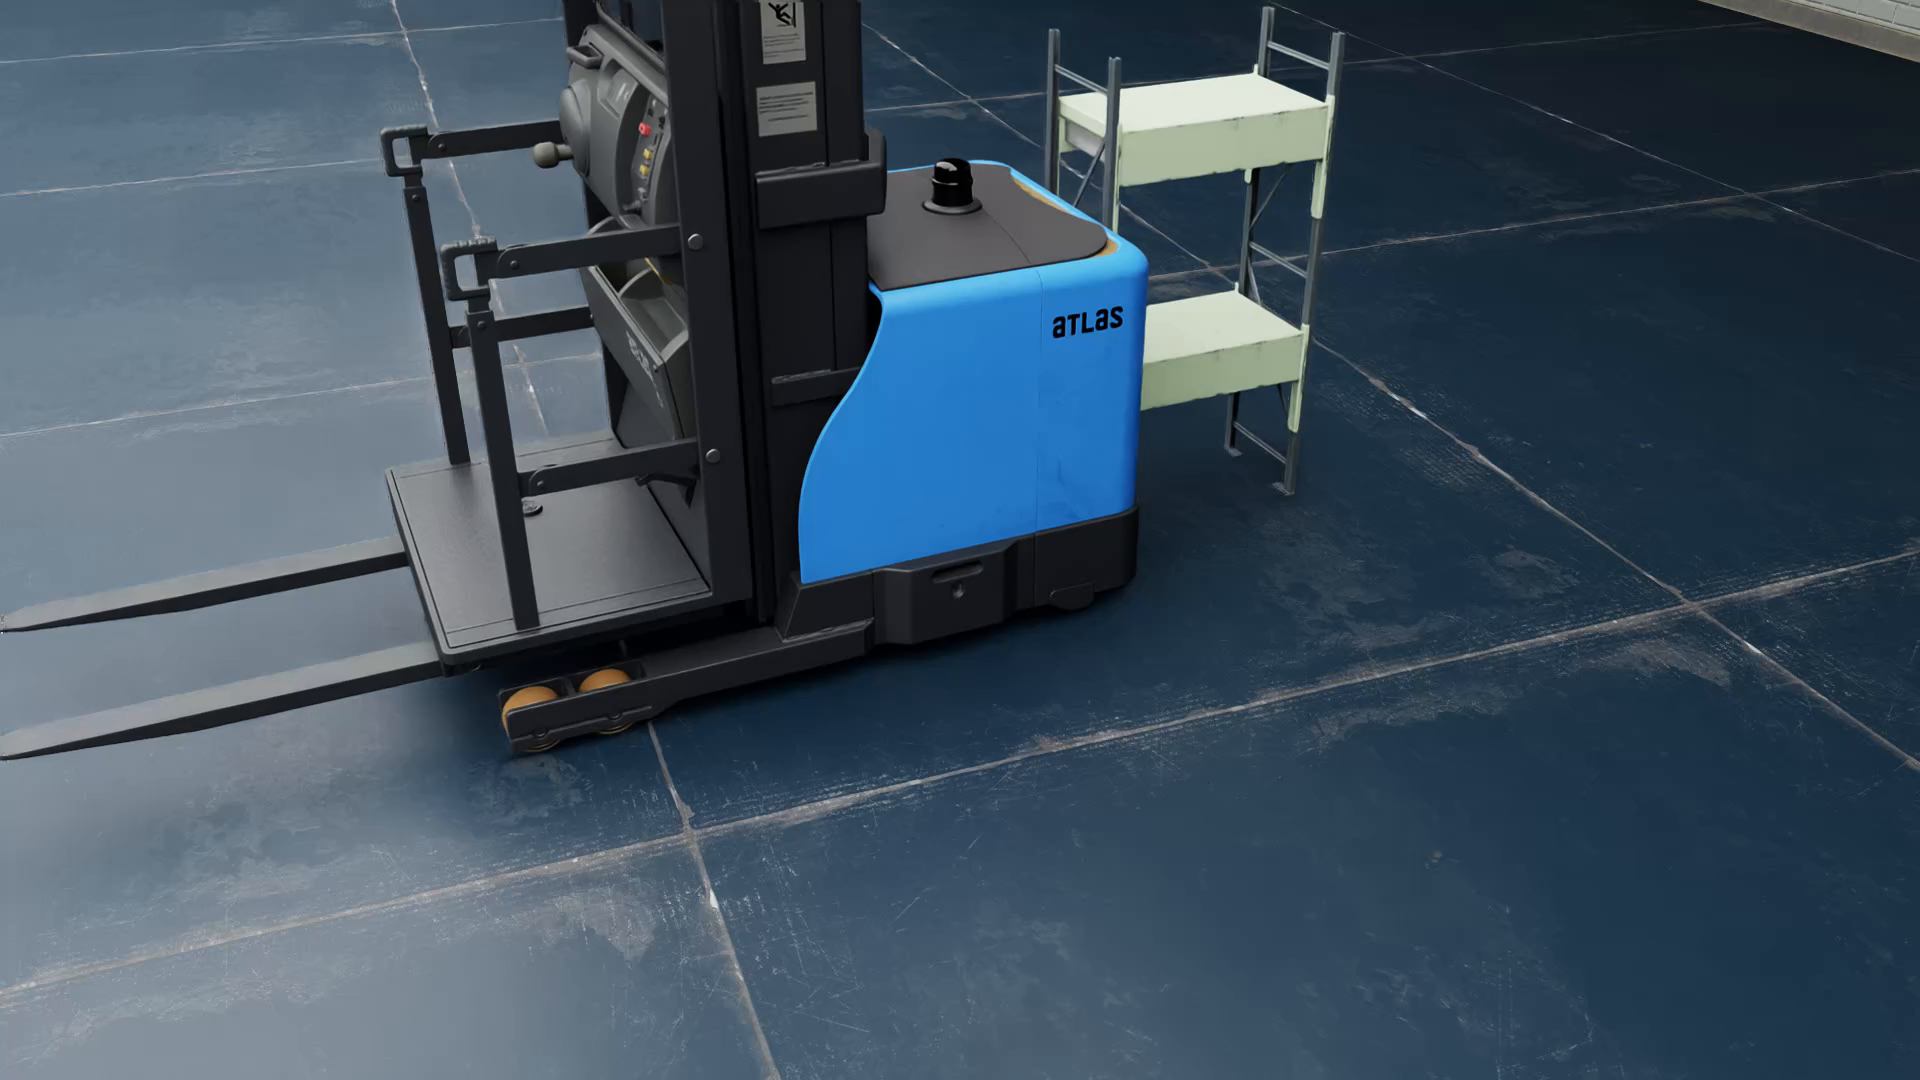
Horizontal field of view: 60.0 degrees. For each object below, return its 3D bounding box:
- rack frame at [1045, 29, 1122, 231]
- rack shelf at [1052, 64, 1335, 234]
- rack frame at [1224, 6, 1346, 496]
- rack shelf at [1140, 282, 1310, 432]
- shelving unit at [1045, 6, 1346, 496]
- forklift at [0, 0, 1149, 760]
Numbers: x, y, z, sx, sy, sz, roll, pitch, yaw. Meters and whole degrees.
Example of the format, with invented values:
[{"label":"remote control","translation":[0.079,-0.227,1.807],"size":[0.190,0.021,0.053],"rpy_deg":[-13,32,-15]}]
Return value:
[{"label":"rack frame","translation":[0.348,-0.740,5.034],"size":[0.023,1.500,0.400],"rpy_deg":[-12,32,-21]},{"label":"rack shelf","translation":[0.682,-1.153,4.971],"size":[0.720,0.370,0.431],"rpy_deg":[-12,32,-21]},{"label":"rack frame","translation":[1.016,-0.888,5.294],"size":[0.023,1.500,0.400],"rpy_deg":[-12,32,-21]},{"label":"rack shelf","translation":[0.682,-0.531,5.326],"size":[0.720,0.370,0.431],"rpy_deg":[-12,32,-21]},{"label":"shelving unit","translation":[0.682,-0.814,5.164],"size":[0.755,1.500,0.431],"rpy_deg":[-12,32,-21]},{"label":"forklift","translation":[-1.040,-1.024,4.087],"size":[3.031,2.935,1.130],"rpy_deg":[-12,32,-21]}]
